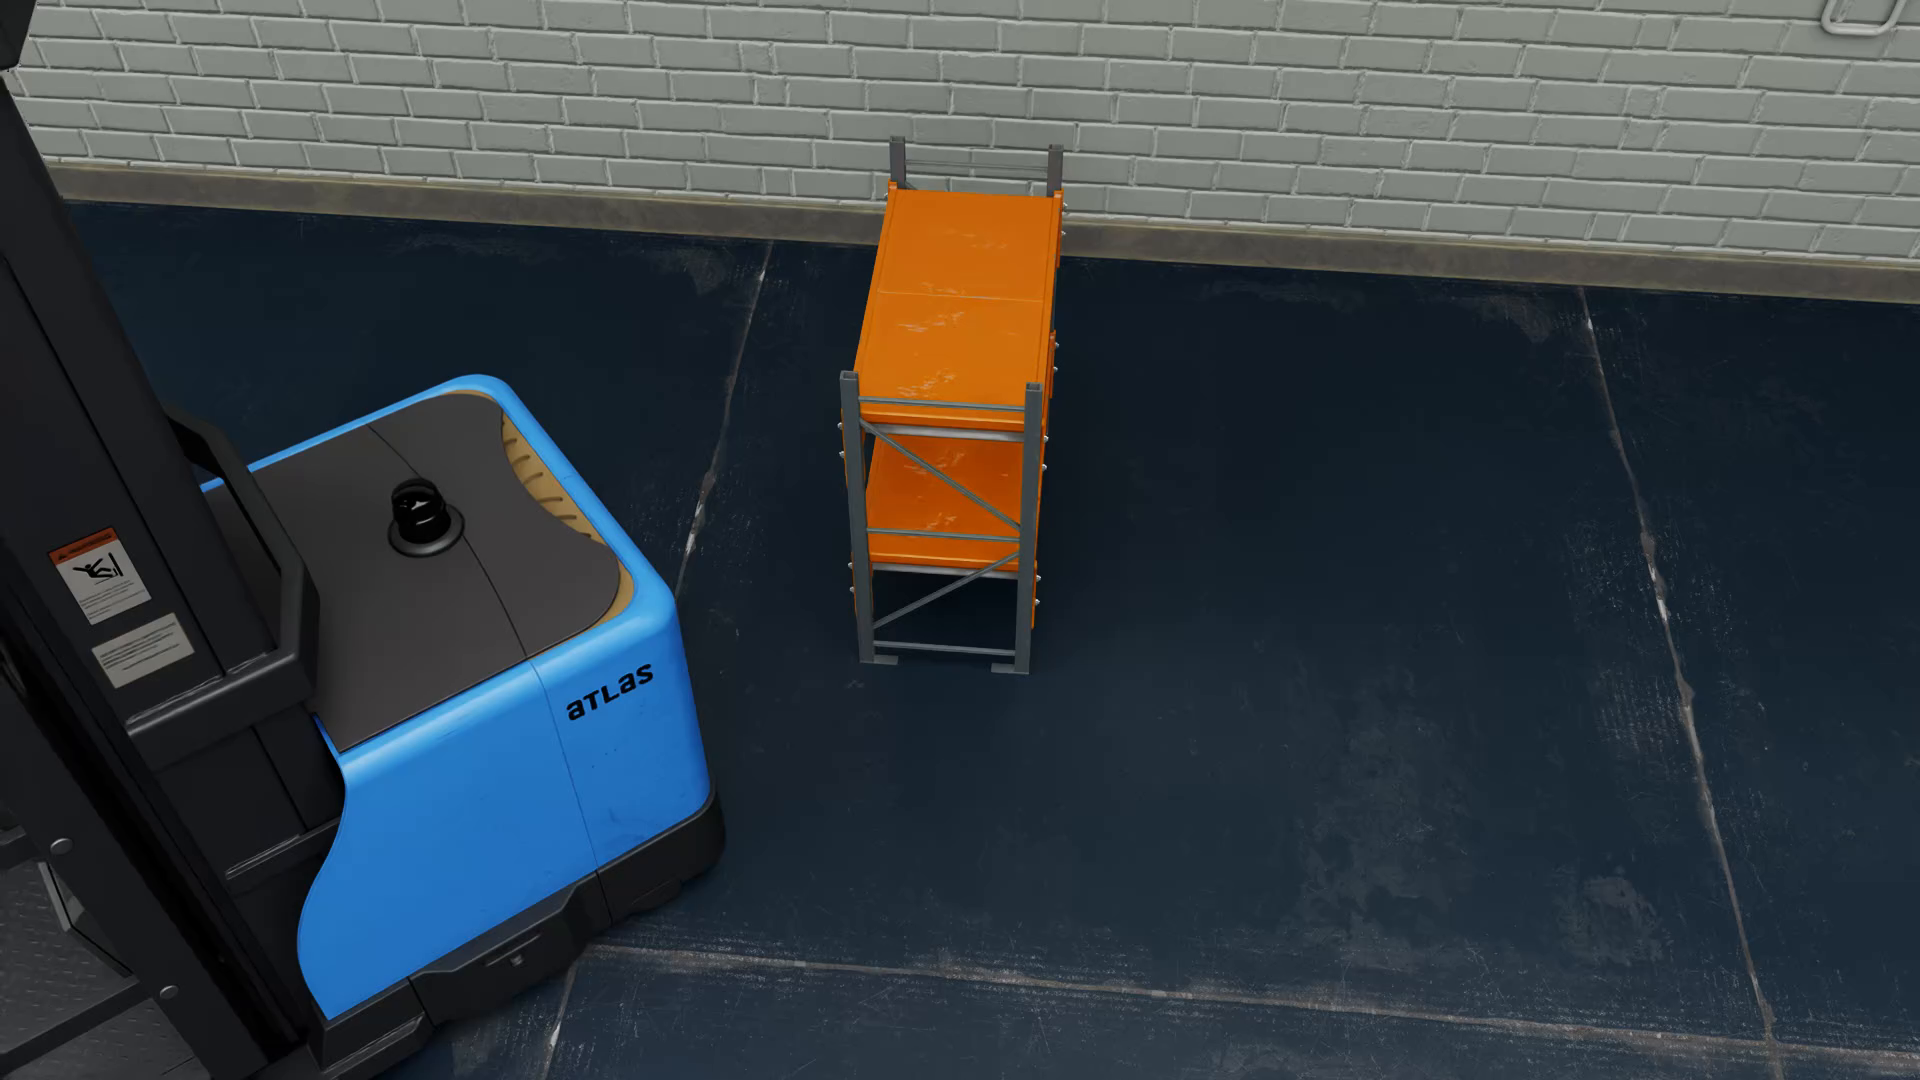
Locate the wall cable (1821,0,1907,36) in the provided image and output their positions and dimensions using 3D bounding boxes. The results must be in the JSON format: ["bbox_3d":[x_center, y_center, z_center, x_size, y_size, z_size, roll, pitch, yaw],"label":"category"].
[{"bbox_3d":[2.698,-2.249,4.564,0.585,1.953,0.123,4,48,4],"label":"wall cable"}]

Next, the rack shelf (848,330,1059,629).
[{"bbox_3d":[0.001,-0.220,5.020,0.538,0.278,1.000,4,48,4],"label":"rack shelf"}]

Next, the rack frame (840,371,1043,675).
[{"bbox_3d":[-0.046,-0.011,4.498,0.500,1.125,0.032,4,48,4],"label":"rack frame"}]

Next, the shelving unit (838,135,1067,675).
[{"bbox_3d":[0.001,-0.385,4.839,0.538,1.125,1.048,4,48,4],"label":"shelving unit"}]

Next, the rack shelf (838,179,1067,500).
[{"bbox_3d":[0.001,-0.582,4.623,0.538,0.278,1.000,4,48,4],"label":"rack shelf"}]

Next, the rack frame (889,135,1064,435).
[{"bbox_3d":[0.047,-0.758,5.181,0.500,1.125,0.032,4,48,4],"label":"rack frame"}]

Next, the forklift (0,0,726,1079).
[{"bbox_3d":[-2.117,0.214,3.068,3.031,2.935,1.130,-28,53,-23],"label":"forklift"}]
